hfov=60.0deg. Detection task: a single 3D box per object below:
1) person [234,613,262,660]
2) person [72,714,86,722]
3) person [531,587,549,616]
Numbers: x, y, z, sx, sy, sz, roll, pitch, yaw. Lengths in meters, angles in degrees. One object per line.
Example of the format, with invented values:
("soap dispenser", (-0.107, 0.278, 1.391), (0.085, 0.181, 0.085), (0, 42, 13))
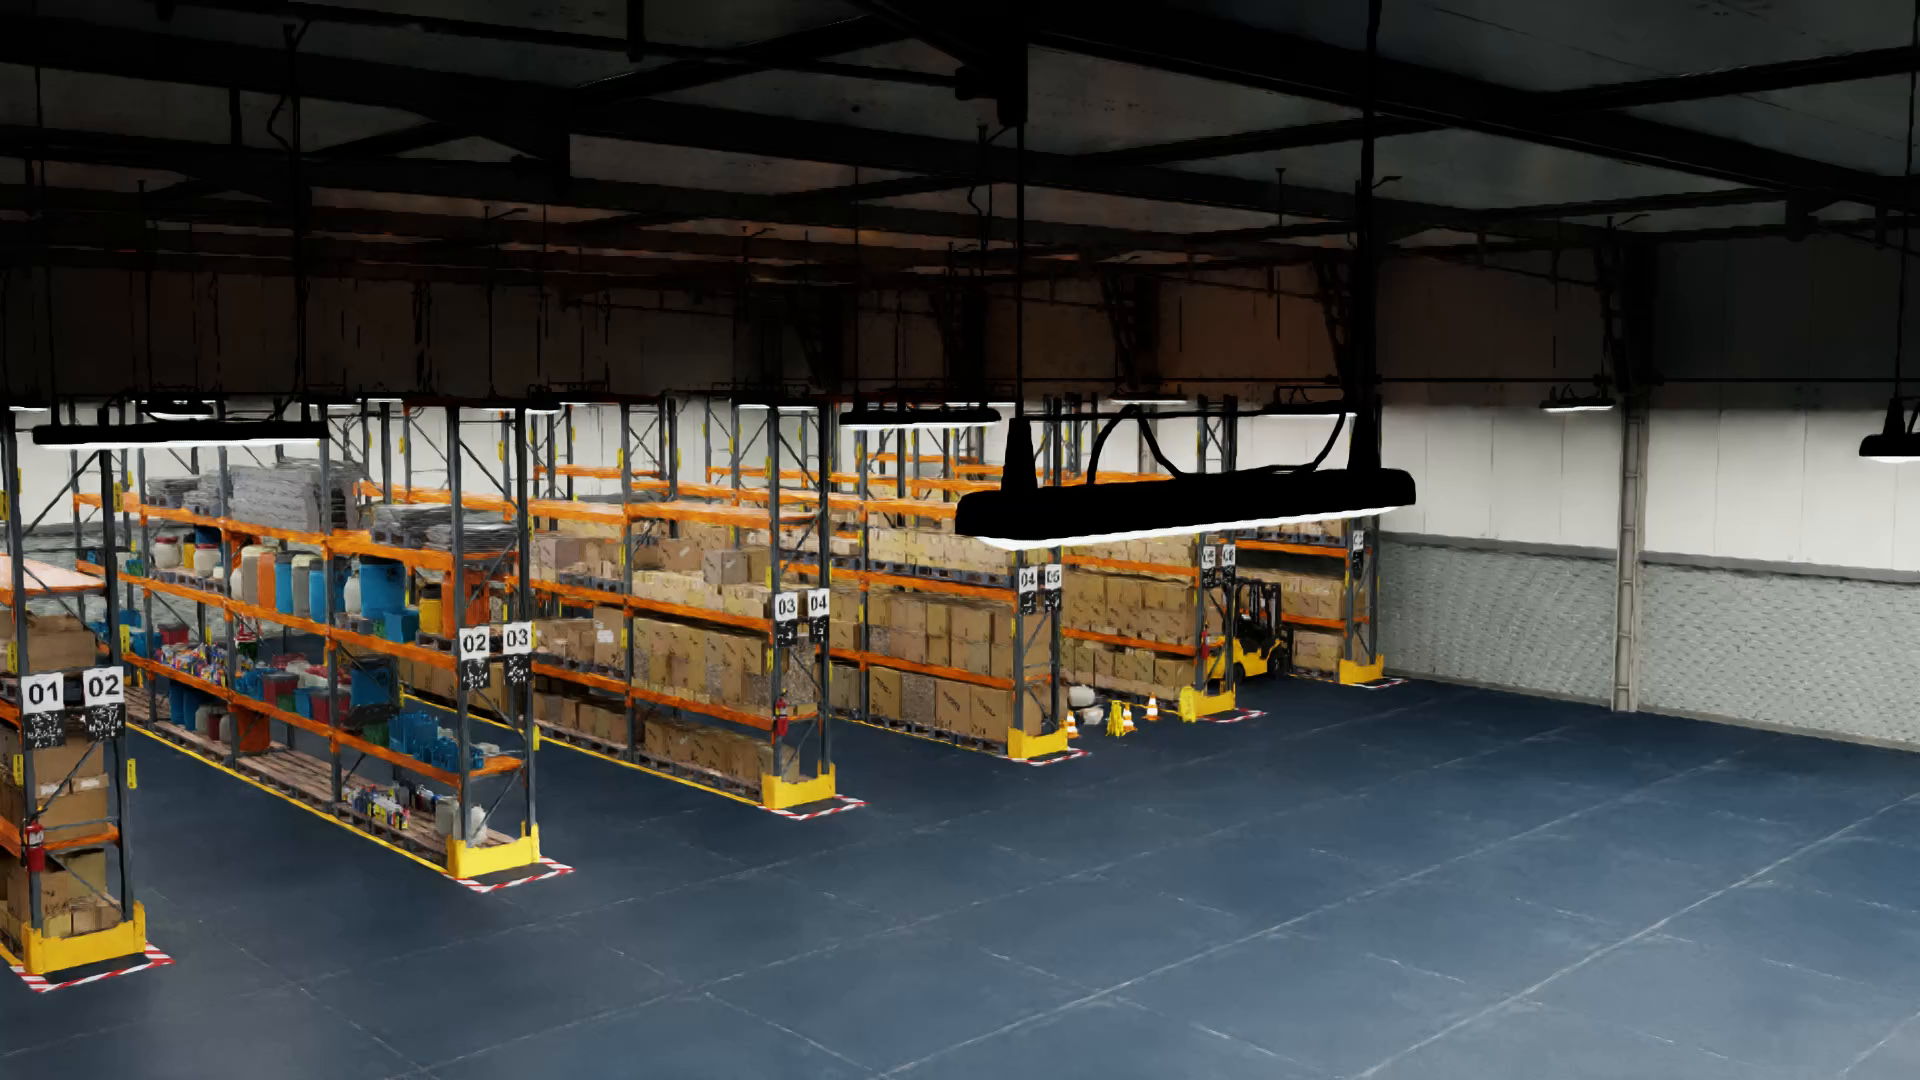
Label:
("person", (-14.914, 2.114, 34.758), (0.552, 1.742, 0.677), (5, 8, 45))
("person", (-13.054, 3.134, 24.628), (1.075, 1.586, 0.497), (5, 8, 44))
("person", (-10.281, 1.573, 40.750), (0.523, 1.663, 0.554), (1, 6, 11))
